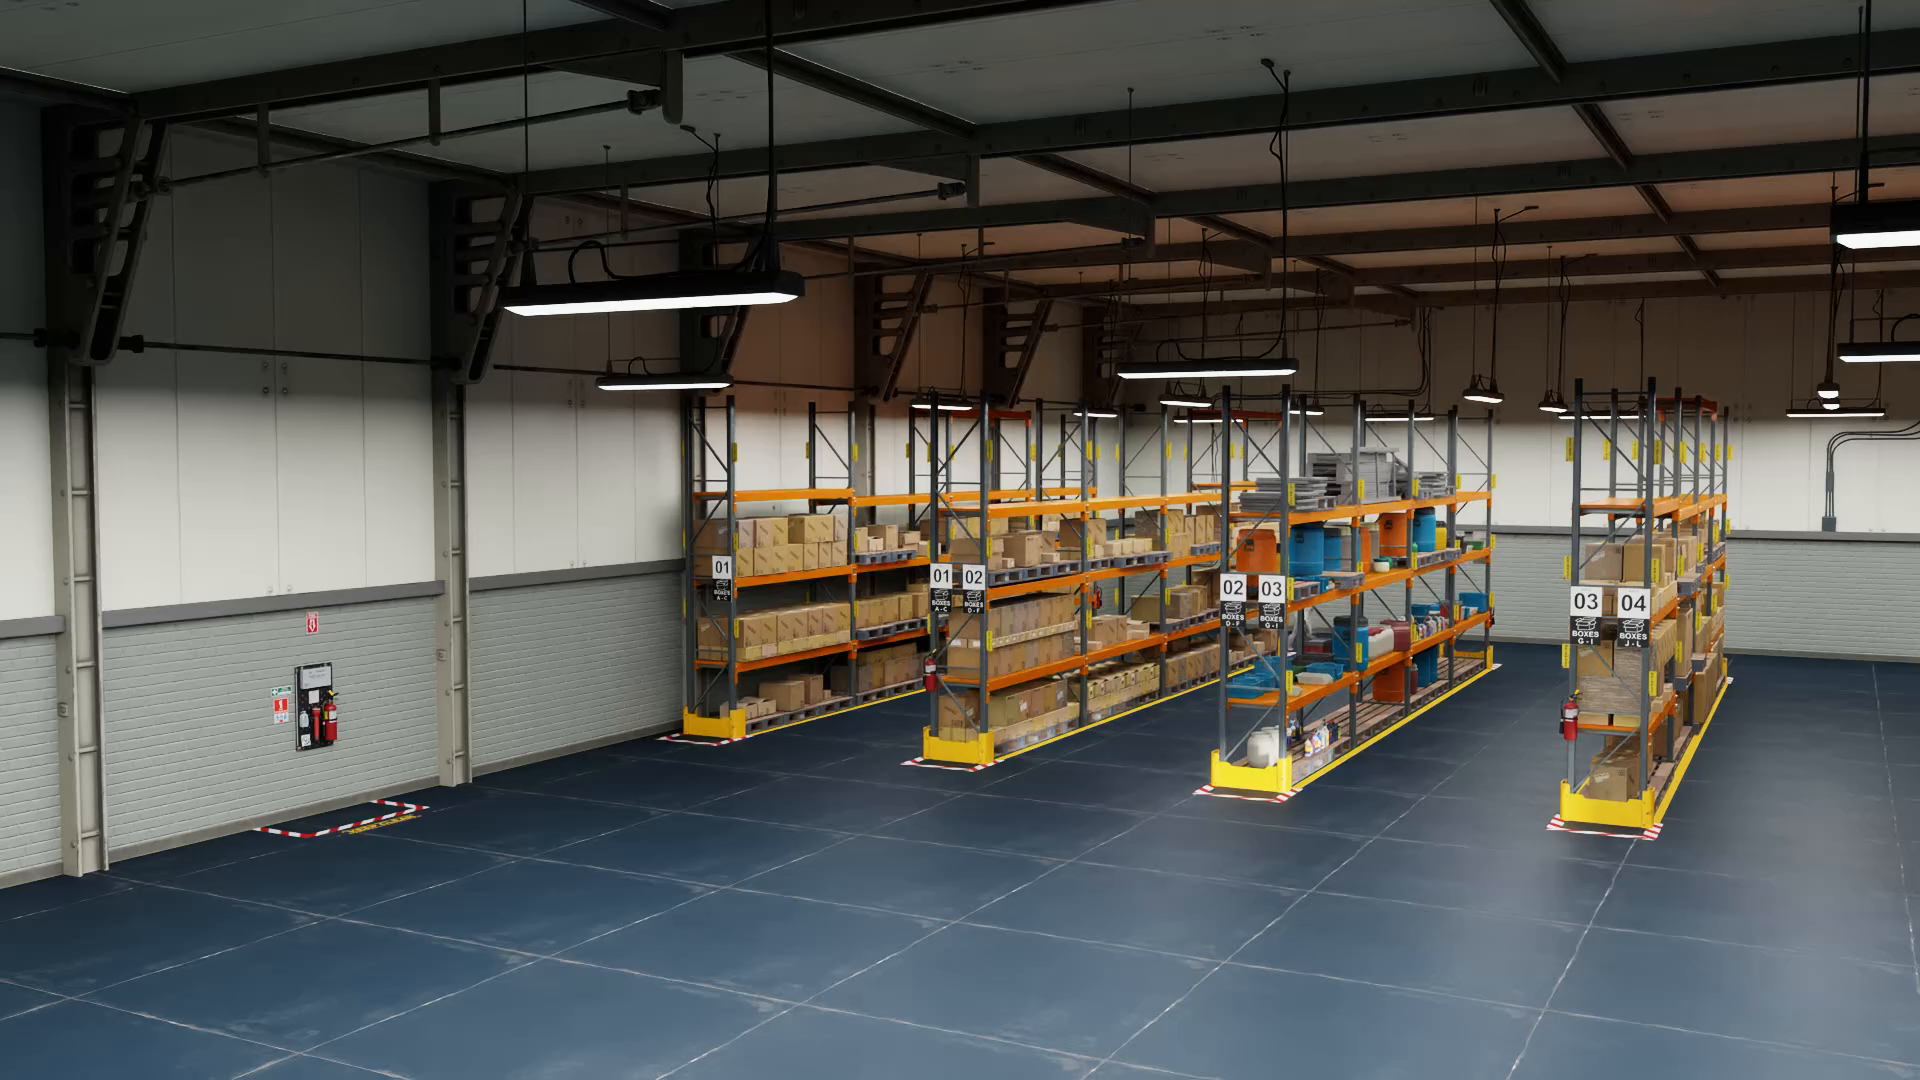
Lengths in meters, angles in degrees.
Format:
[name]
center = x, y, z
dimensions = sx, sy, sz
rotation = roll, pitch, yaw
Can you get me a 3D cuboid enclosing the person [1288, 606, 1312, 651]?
[person]
center = 8.607, 1.969, 41.836
dimensions = 0.571, 1.648, 0.688
rotation = -2, 4, -36
